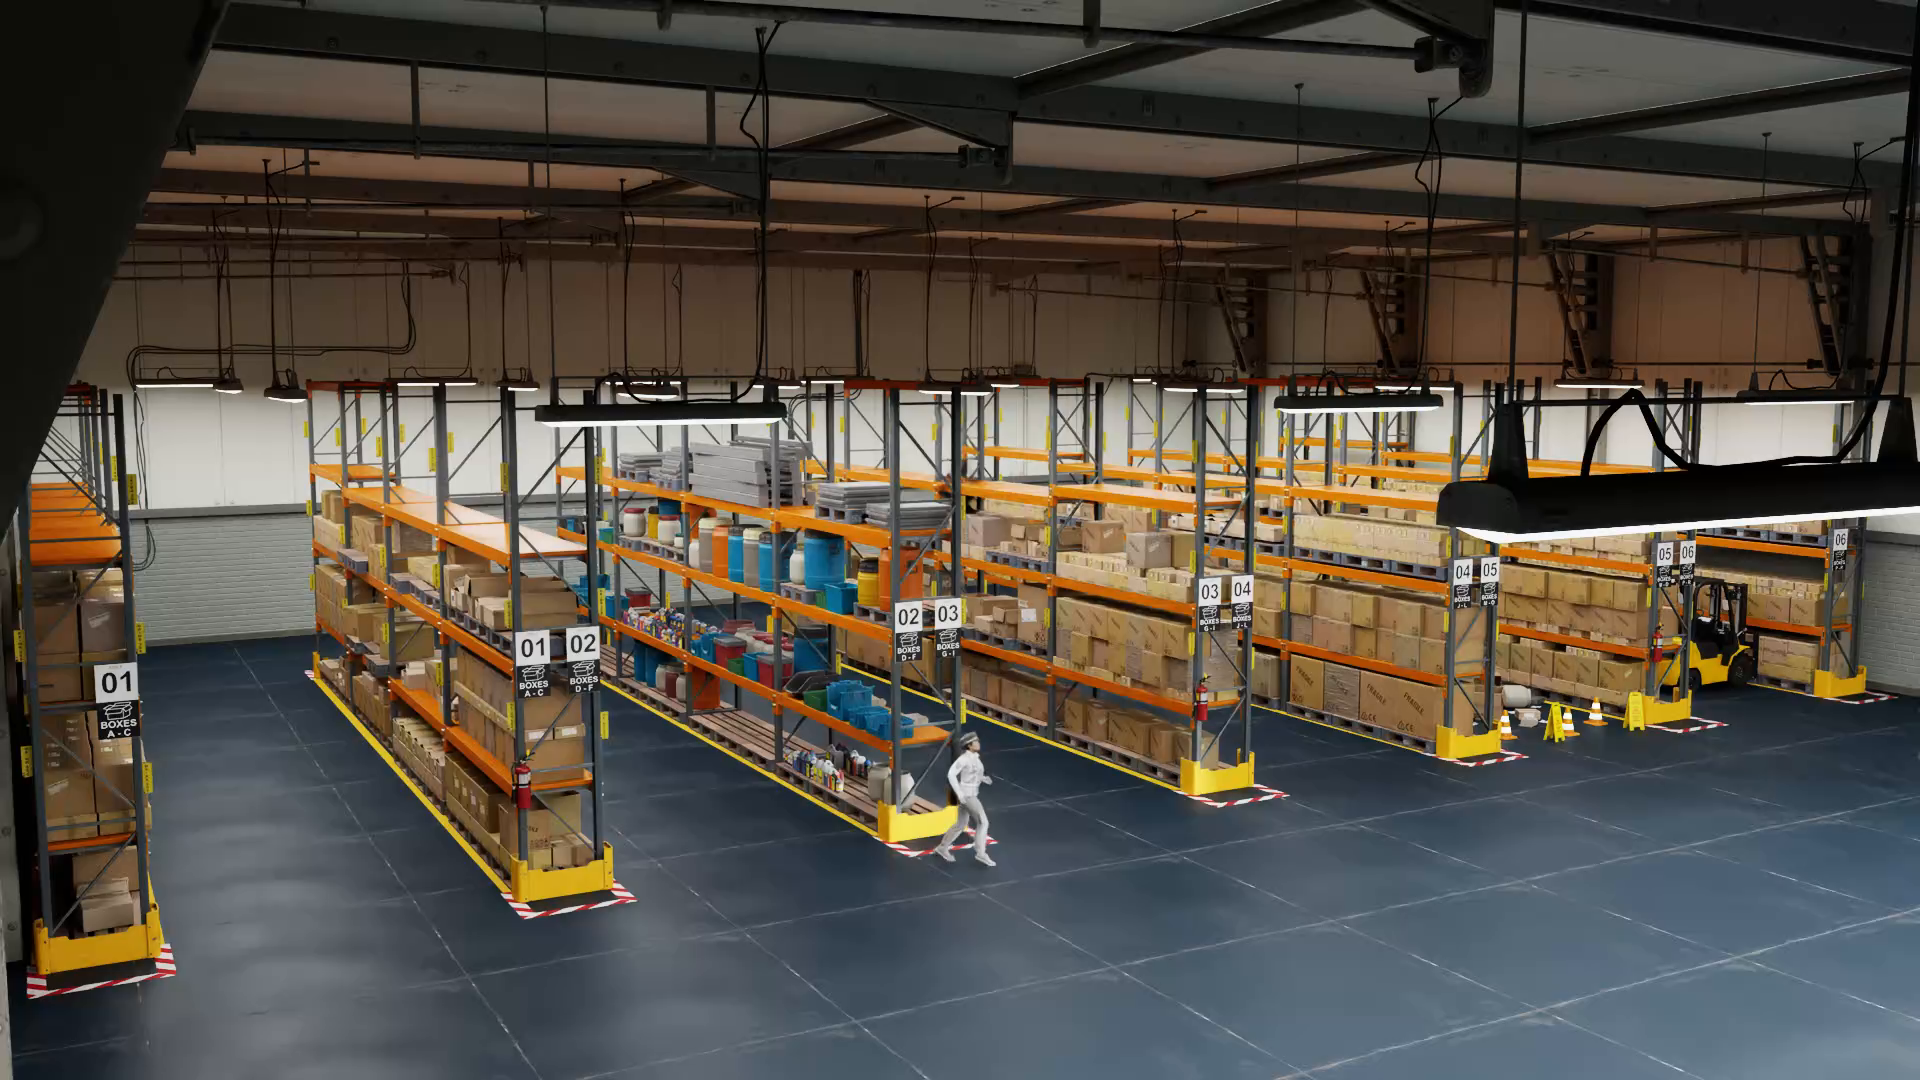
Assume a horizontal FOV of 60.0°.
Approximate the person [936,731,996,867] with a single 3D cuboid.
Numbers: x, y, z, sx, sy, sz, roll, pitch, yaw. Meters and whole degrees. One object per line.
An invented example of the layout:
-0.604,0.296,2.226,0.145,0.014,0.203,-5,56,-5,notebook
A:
0.084,3.251,21.042,0.787,1.697,0.607,1,6,8,person
